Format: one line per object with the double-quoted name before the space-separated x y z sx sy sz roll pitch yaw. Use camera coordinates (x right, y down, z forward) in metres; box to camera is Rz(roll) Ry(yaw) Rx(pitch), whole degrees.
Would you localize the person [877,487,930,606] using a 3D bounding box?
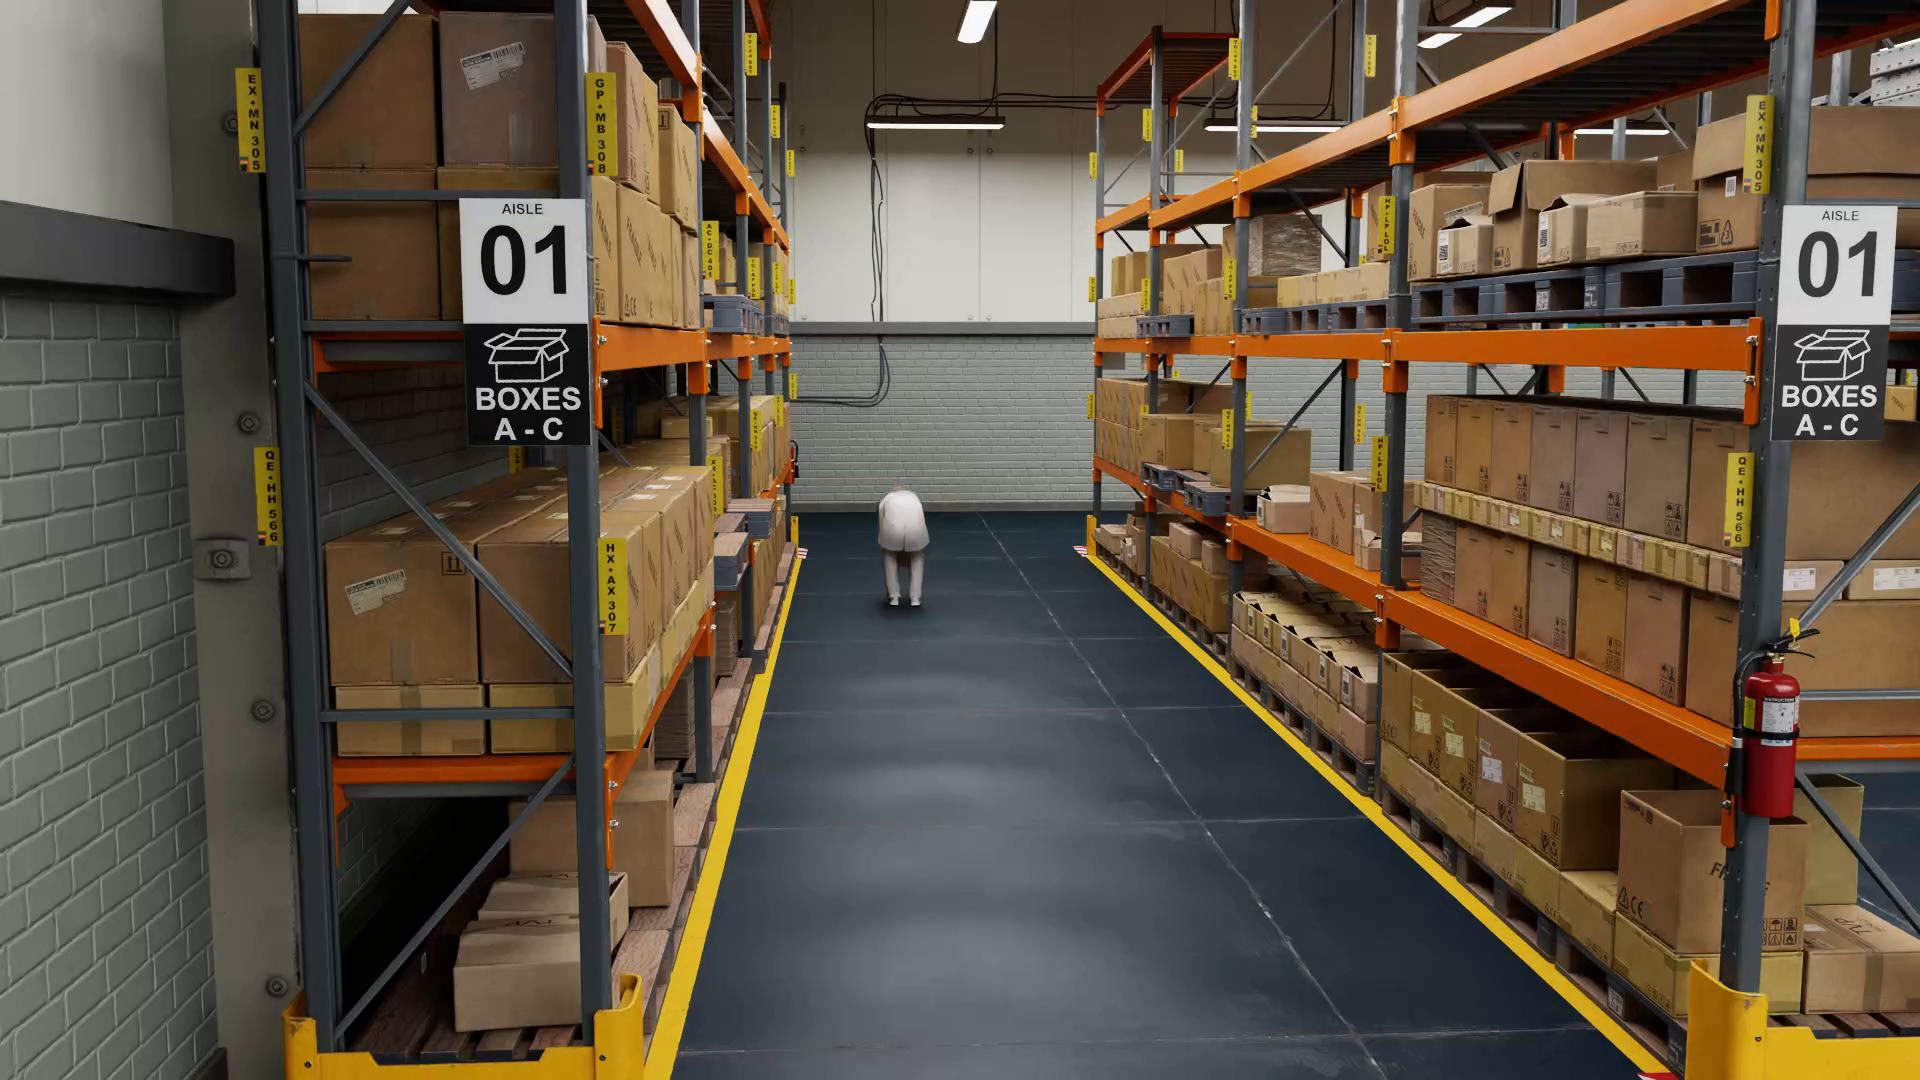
"person" -0.615 0.072 17.727 0.555 1.181 0.939 -1 7 -6
